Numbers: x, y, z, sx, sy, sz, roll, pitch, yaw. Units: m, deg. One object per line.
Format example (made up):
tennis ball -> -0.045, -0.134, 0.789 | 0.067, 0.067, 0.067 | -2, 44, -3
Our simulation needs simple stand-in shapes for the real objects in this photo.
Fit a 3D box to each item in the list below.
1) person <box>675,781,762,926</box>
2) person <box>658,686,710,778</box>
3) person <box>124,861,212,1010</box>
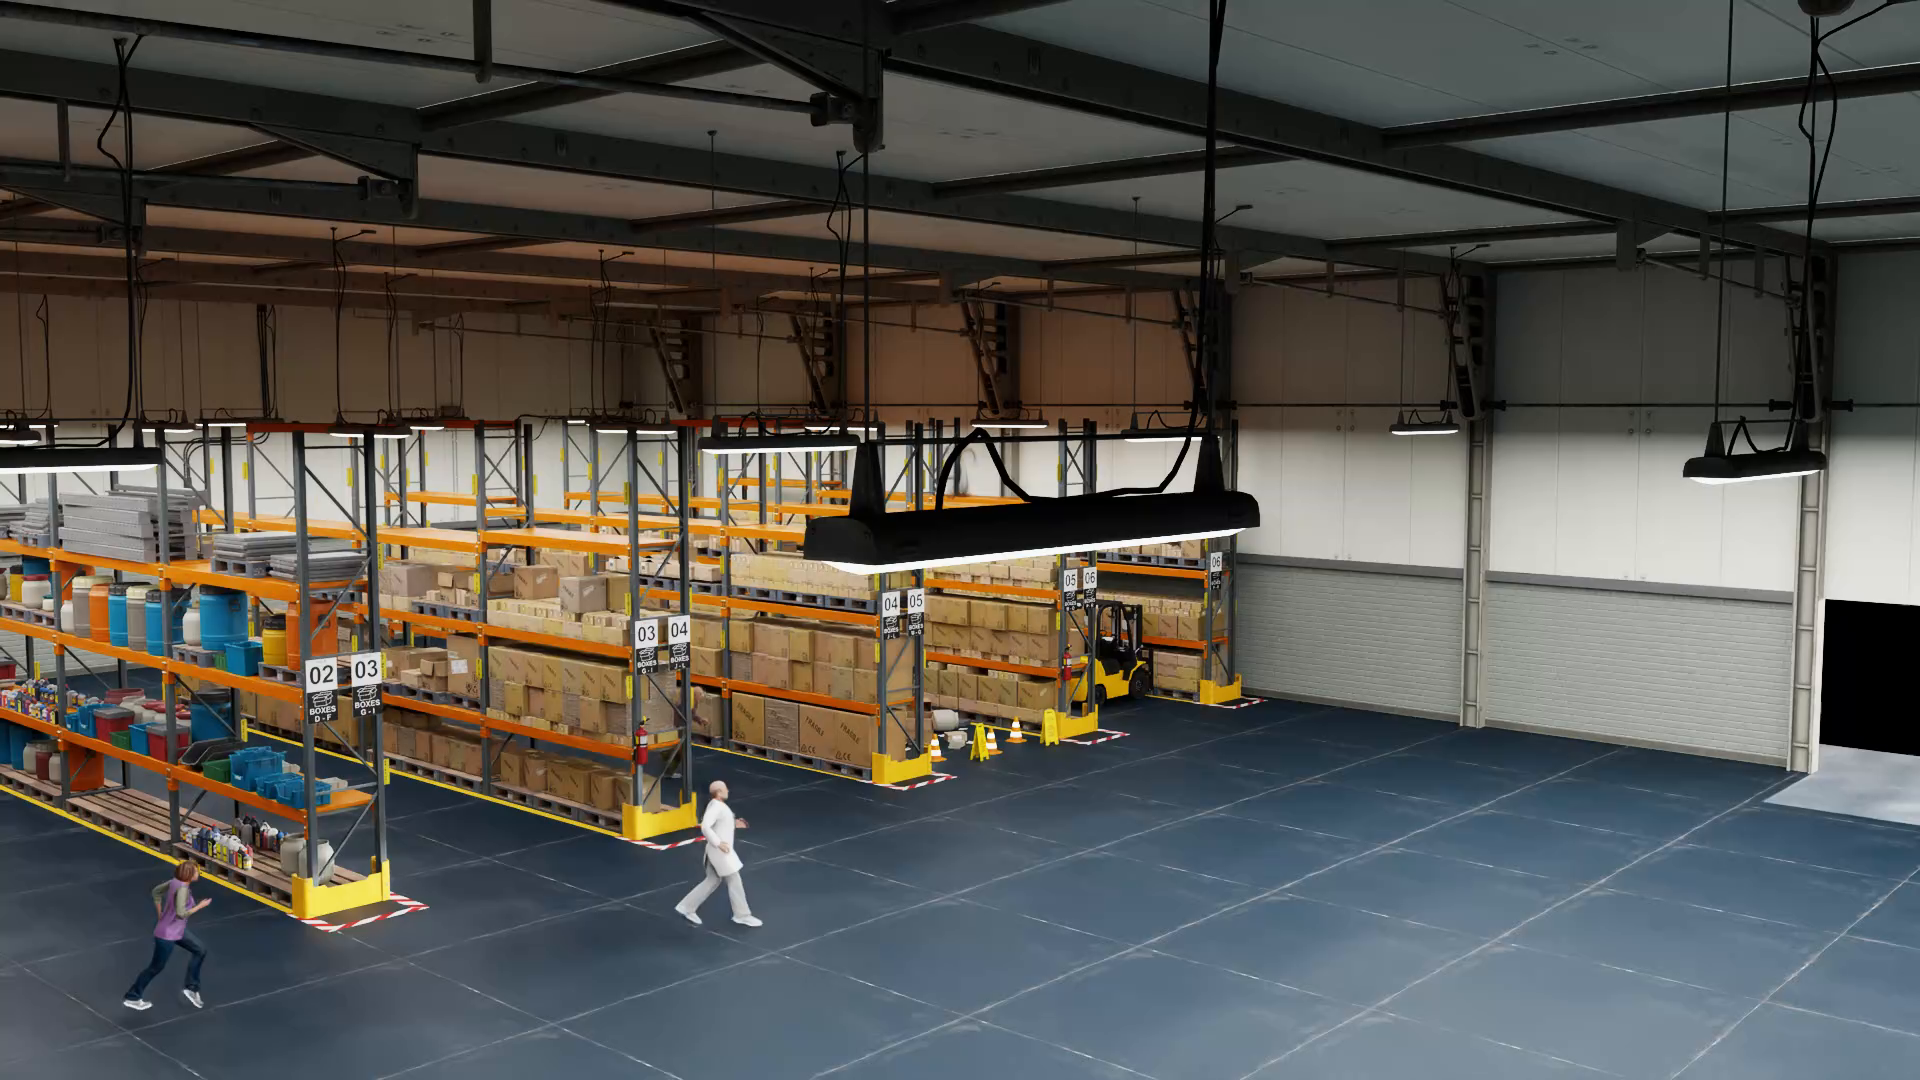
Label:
person -> -2.914, 3.792, 20.026 | 1.046, 1.802, 0.705 | -2, 5, -21
person -> -4.671, 3.250, 28.038 | 0.868, 1.597, 0.736 | 0, 5, 6
person -> -8.227, 4.135, 17.266 | 0.865, 1.580, 0.527 | -2, 5, -19
